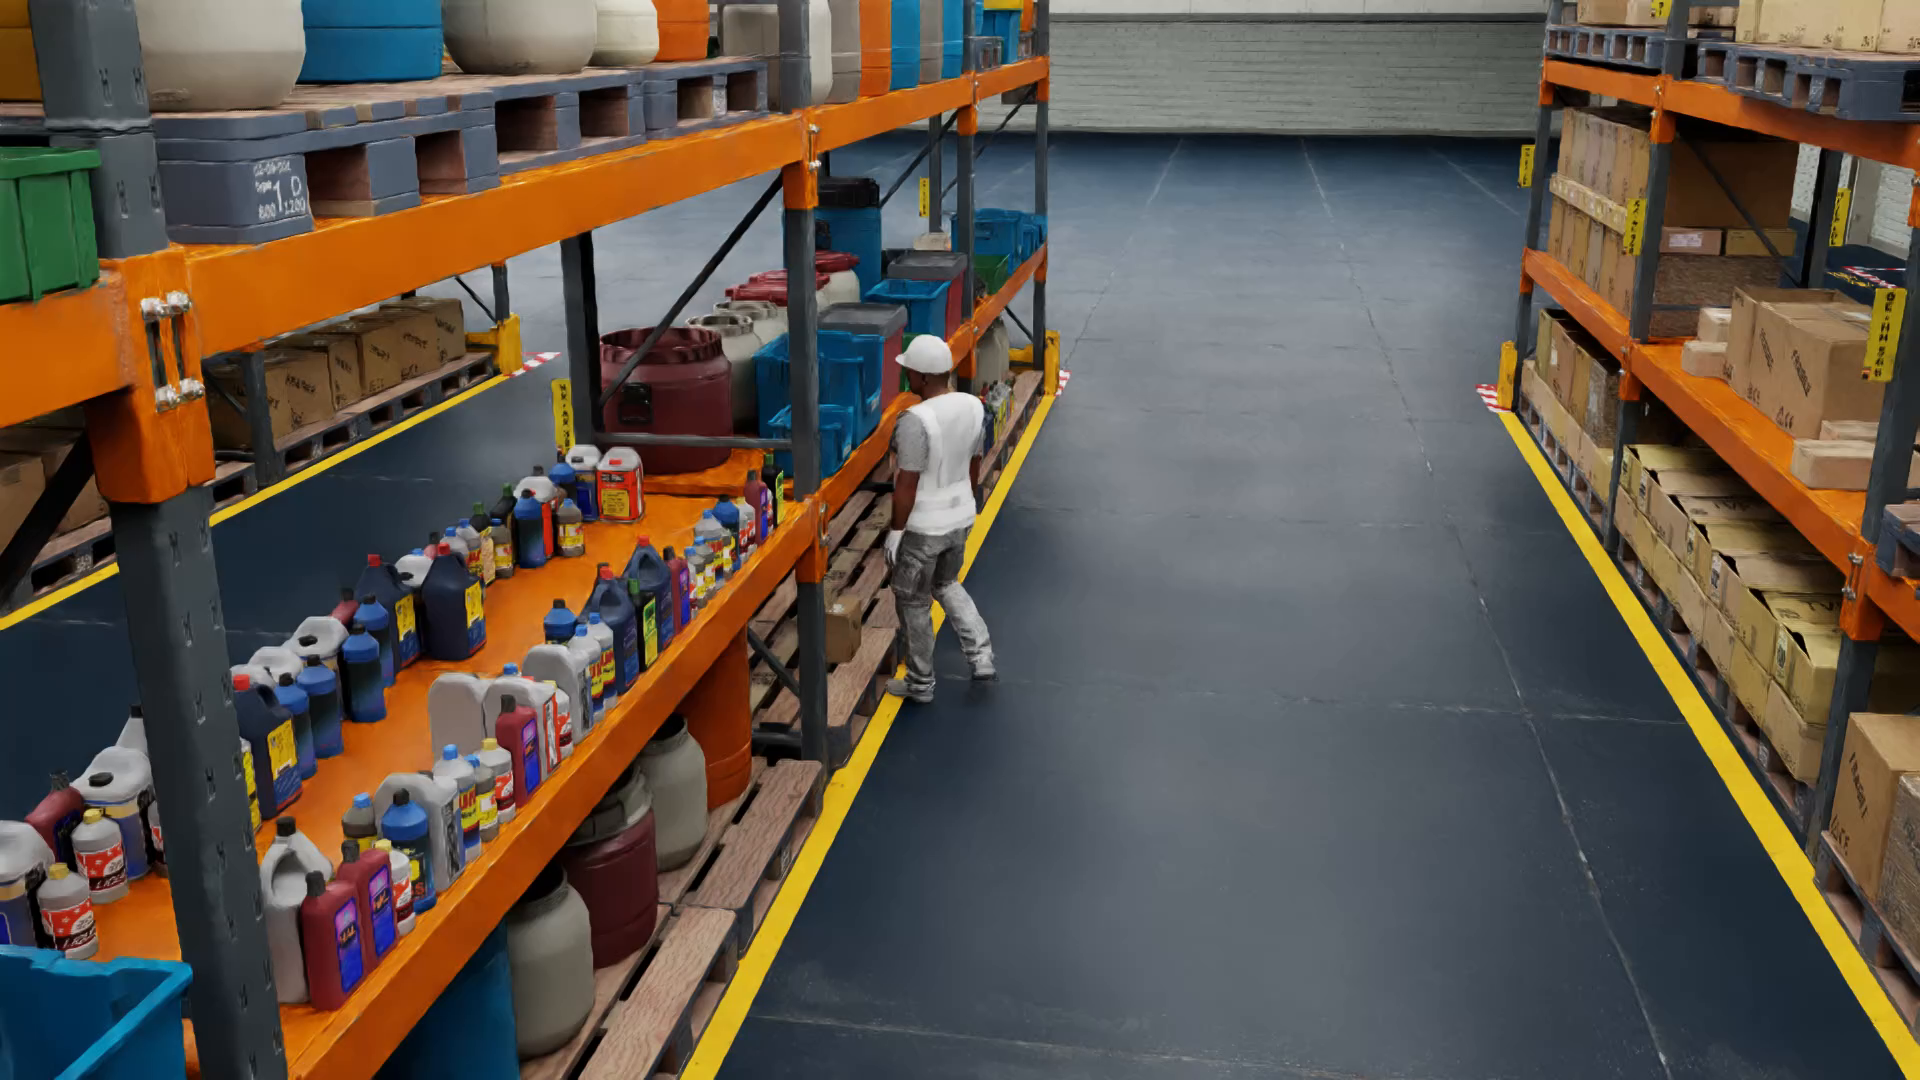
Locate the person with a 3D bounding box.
[{"bbox_3d":[-0.133,-0.077,7.777,0.556,1.793,0.633,13,22,36],"label":"person"}]
